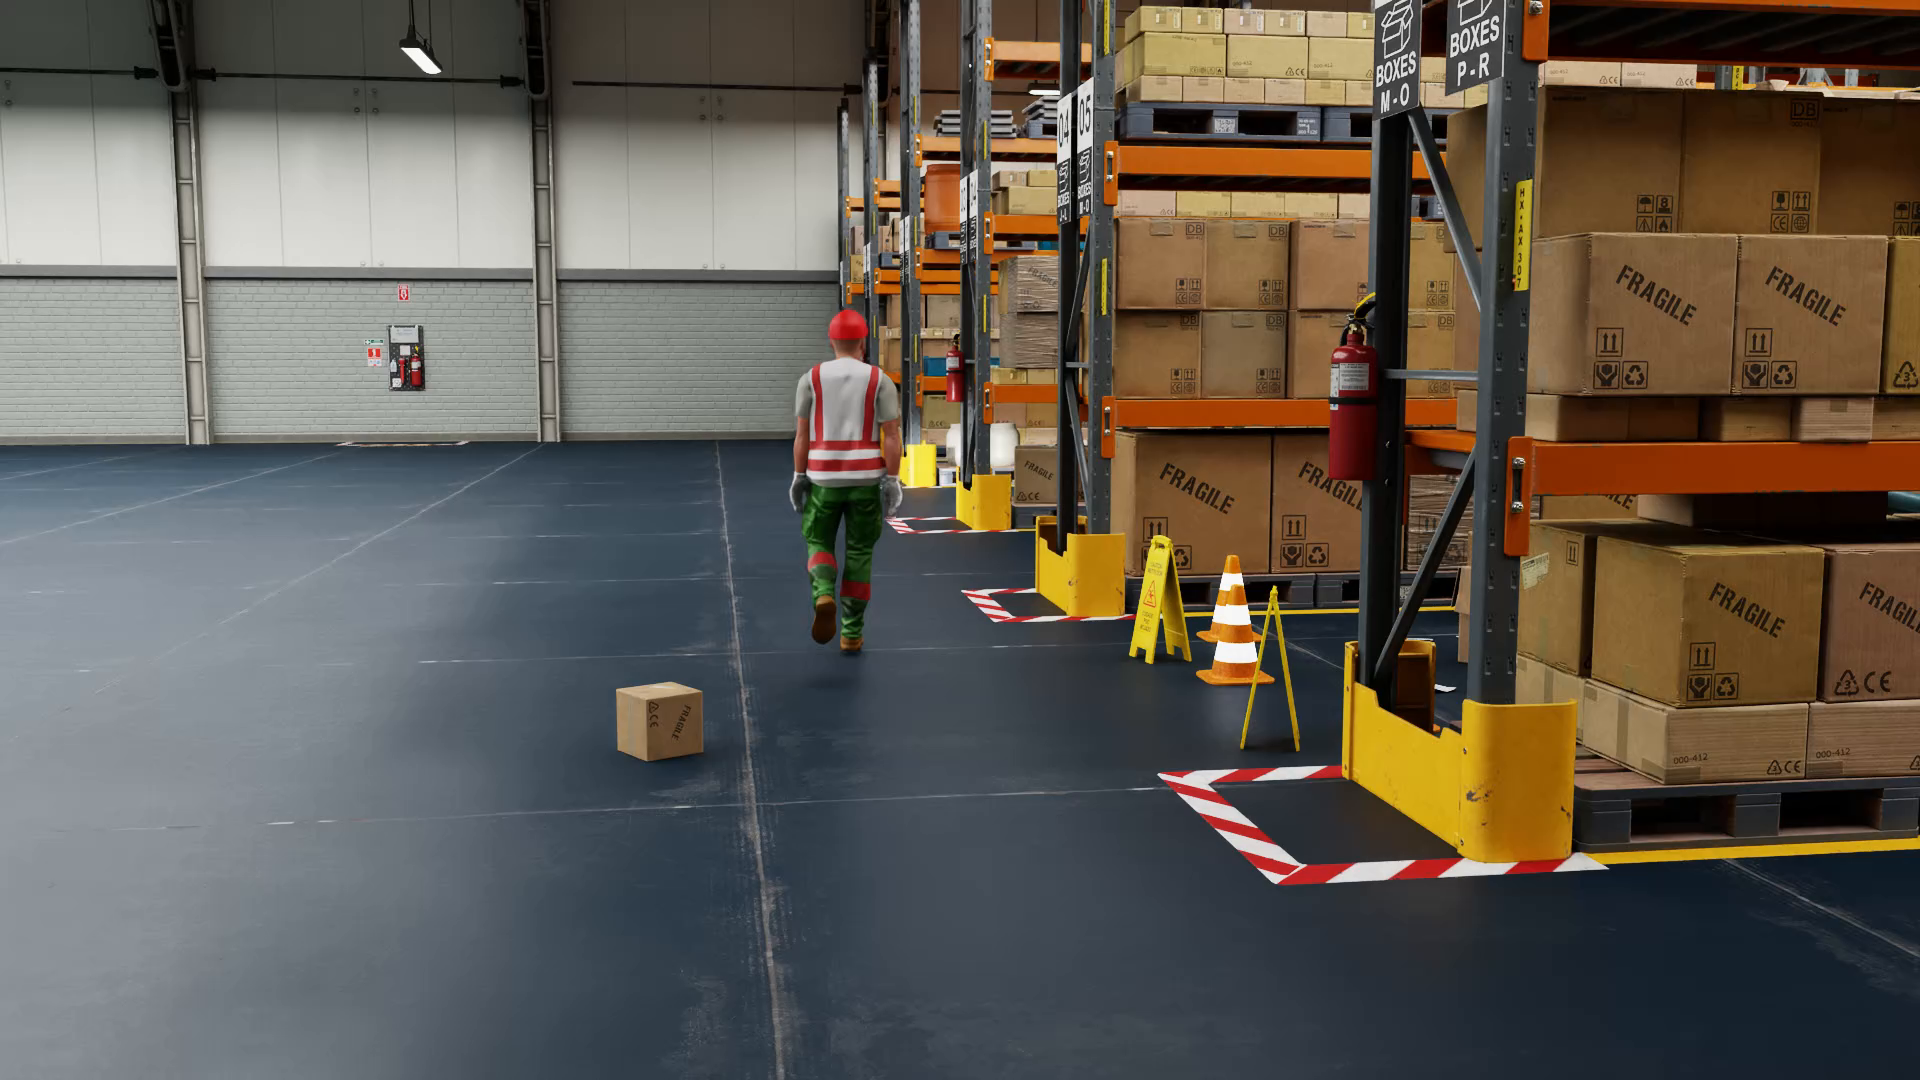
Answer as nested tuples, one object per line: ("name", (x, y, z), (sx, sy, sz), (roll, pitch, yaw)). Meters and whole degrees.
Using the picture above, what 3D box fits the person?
("person", (-0.596, -0.304, 8.646), (0.589, 1.781, 0.547), (0, 6, 0))
